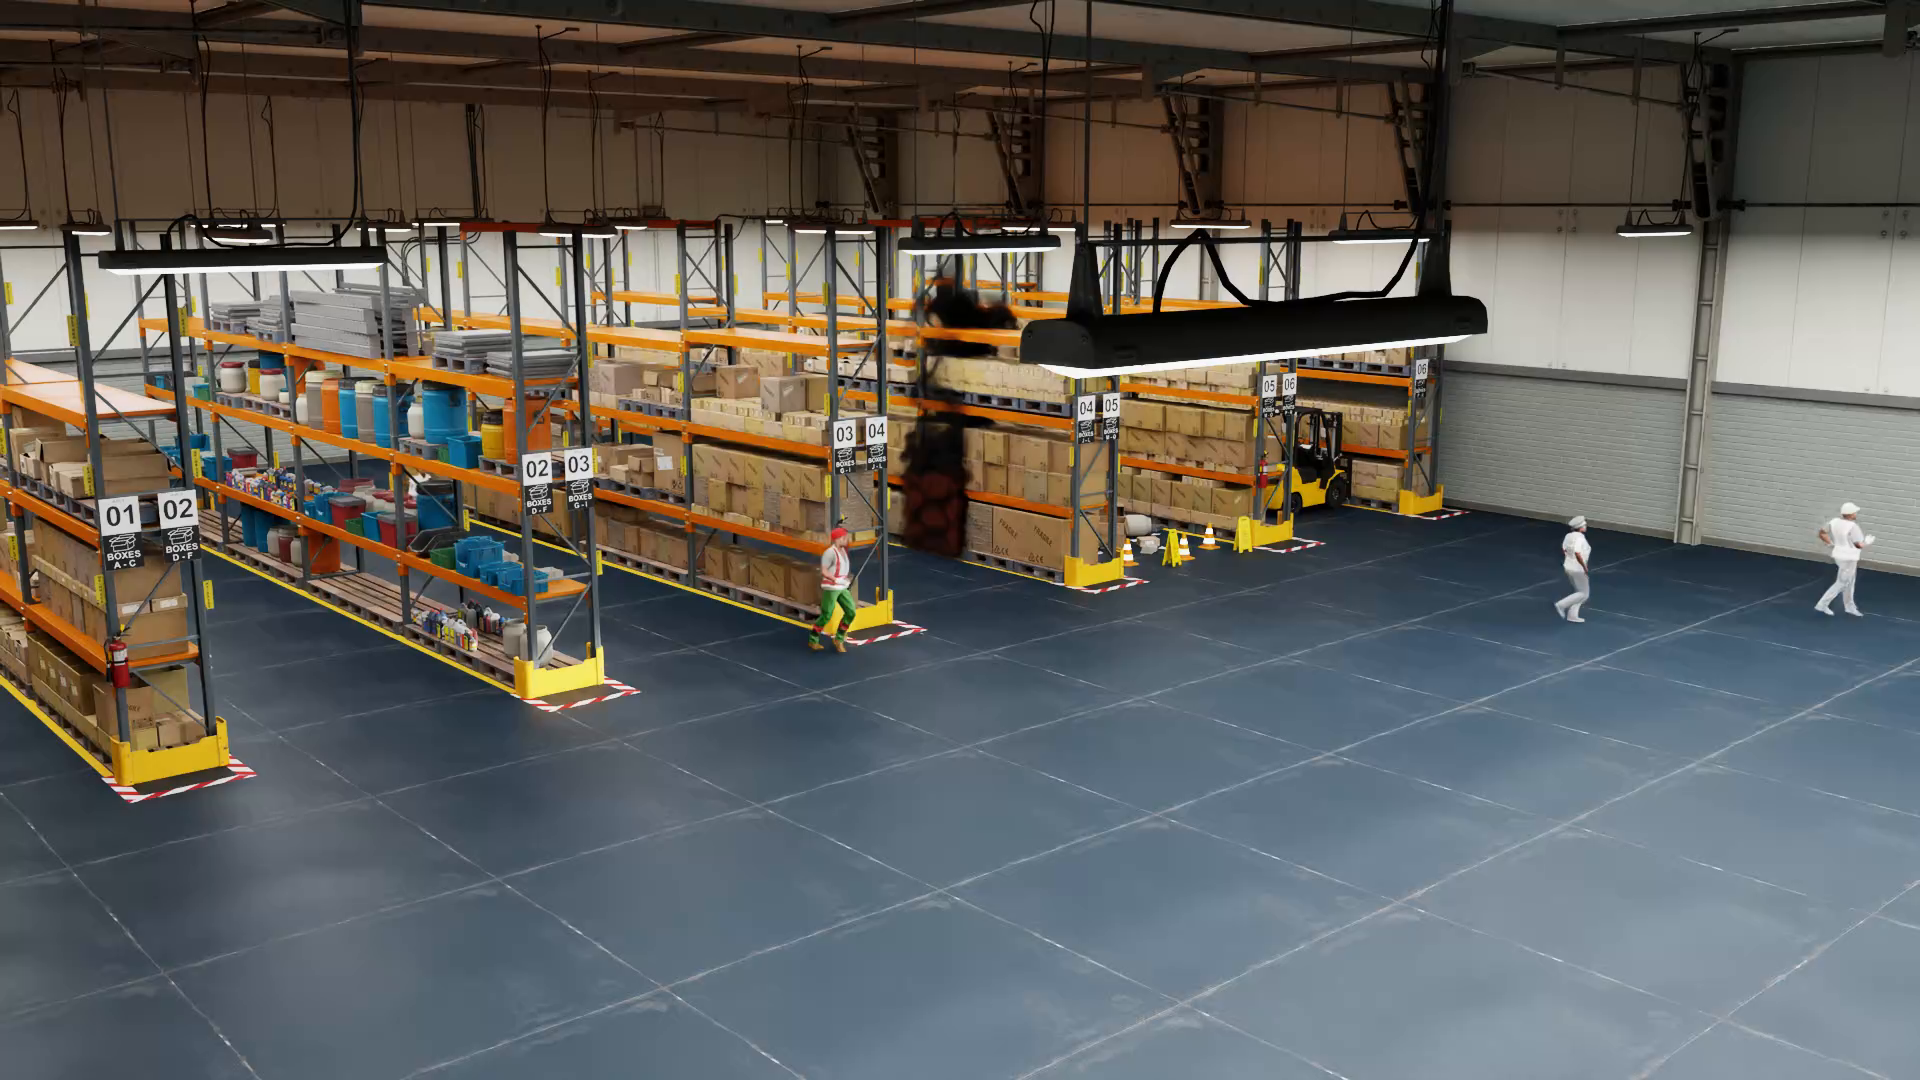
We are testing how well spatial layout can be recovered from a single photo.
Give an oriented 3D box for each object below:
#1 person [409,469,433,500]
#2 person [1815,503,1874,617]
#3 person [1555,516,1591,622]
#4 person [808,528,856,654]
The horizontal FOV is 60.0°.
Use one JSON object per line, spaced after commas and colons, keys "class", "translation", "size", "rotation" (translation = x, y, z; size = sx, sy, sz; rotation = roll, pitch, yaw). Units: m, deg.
{"class": "person", "translation": [-9.938, -0.634, 30.704], "size": [0.911, 1.697, 0.572], "rotation": [10, 15, 41]}
{"class": "person", "translation": [13.668, 0.322, 25.671], "size": [0.824, 1.823, 0.664], "rotation": [0, 11, 0]}
{"class": "person", "translation": [9.380, 0.451, 25.473], "size": [0.529, 1.669, 0.567], "rotation": [-1, 11, -4]}
{"class": "person", "translation": [-1.775, 0.720, 23.865], "size": [0.658, 1.806, 0.722], "rotation": [6, 13, 28]}
